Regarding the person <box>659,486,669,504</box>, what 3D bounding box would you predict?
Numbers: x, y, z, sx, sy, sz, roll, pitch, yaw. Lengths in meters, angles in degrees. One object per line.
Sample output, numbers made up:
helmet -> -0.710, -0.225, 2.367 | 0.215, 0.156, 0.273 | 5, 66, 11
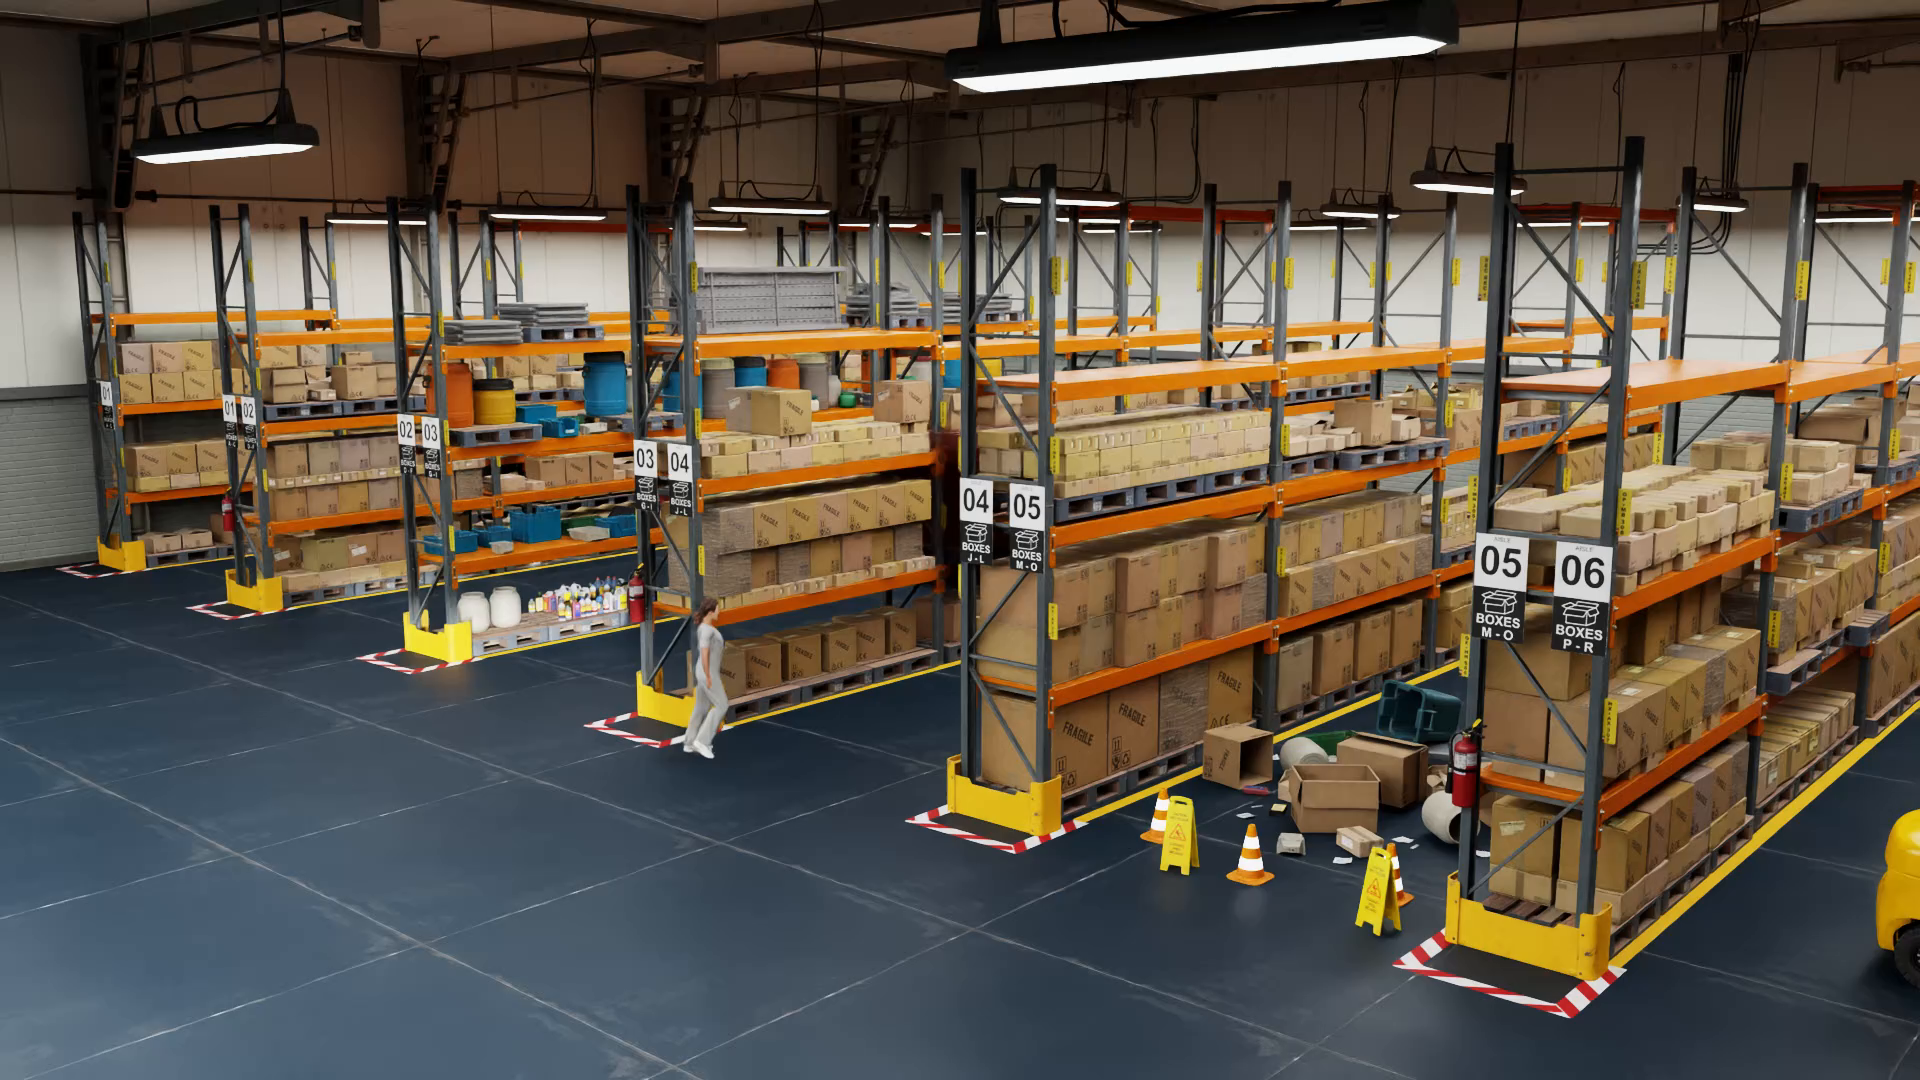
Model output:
person -> -5.888, -1.352, 34.127 | 0.593, 1.698, 1.103 | 5, 11, 30

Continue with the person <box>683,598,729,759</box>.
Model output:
person -> -2.693, 1.439, 17.574 | 0.497, 1.661, 0.545 | -1, 9, -4
